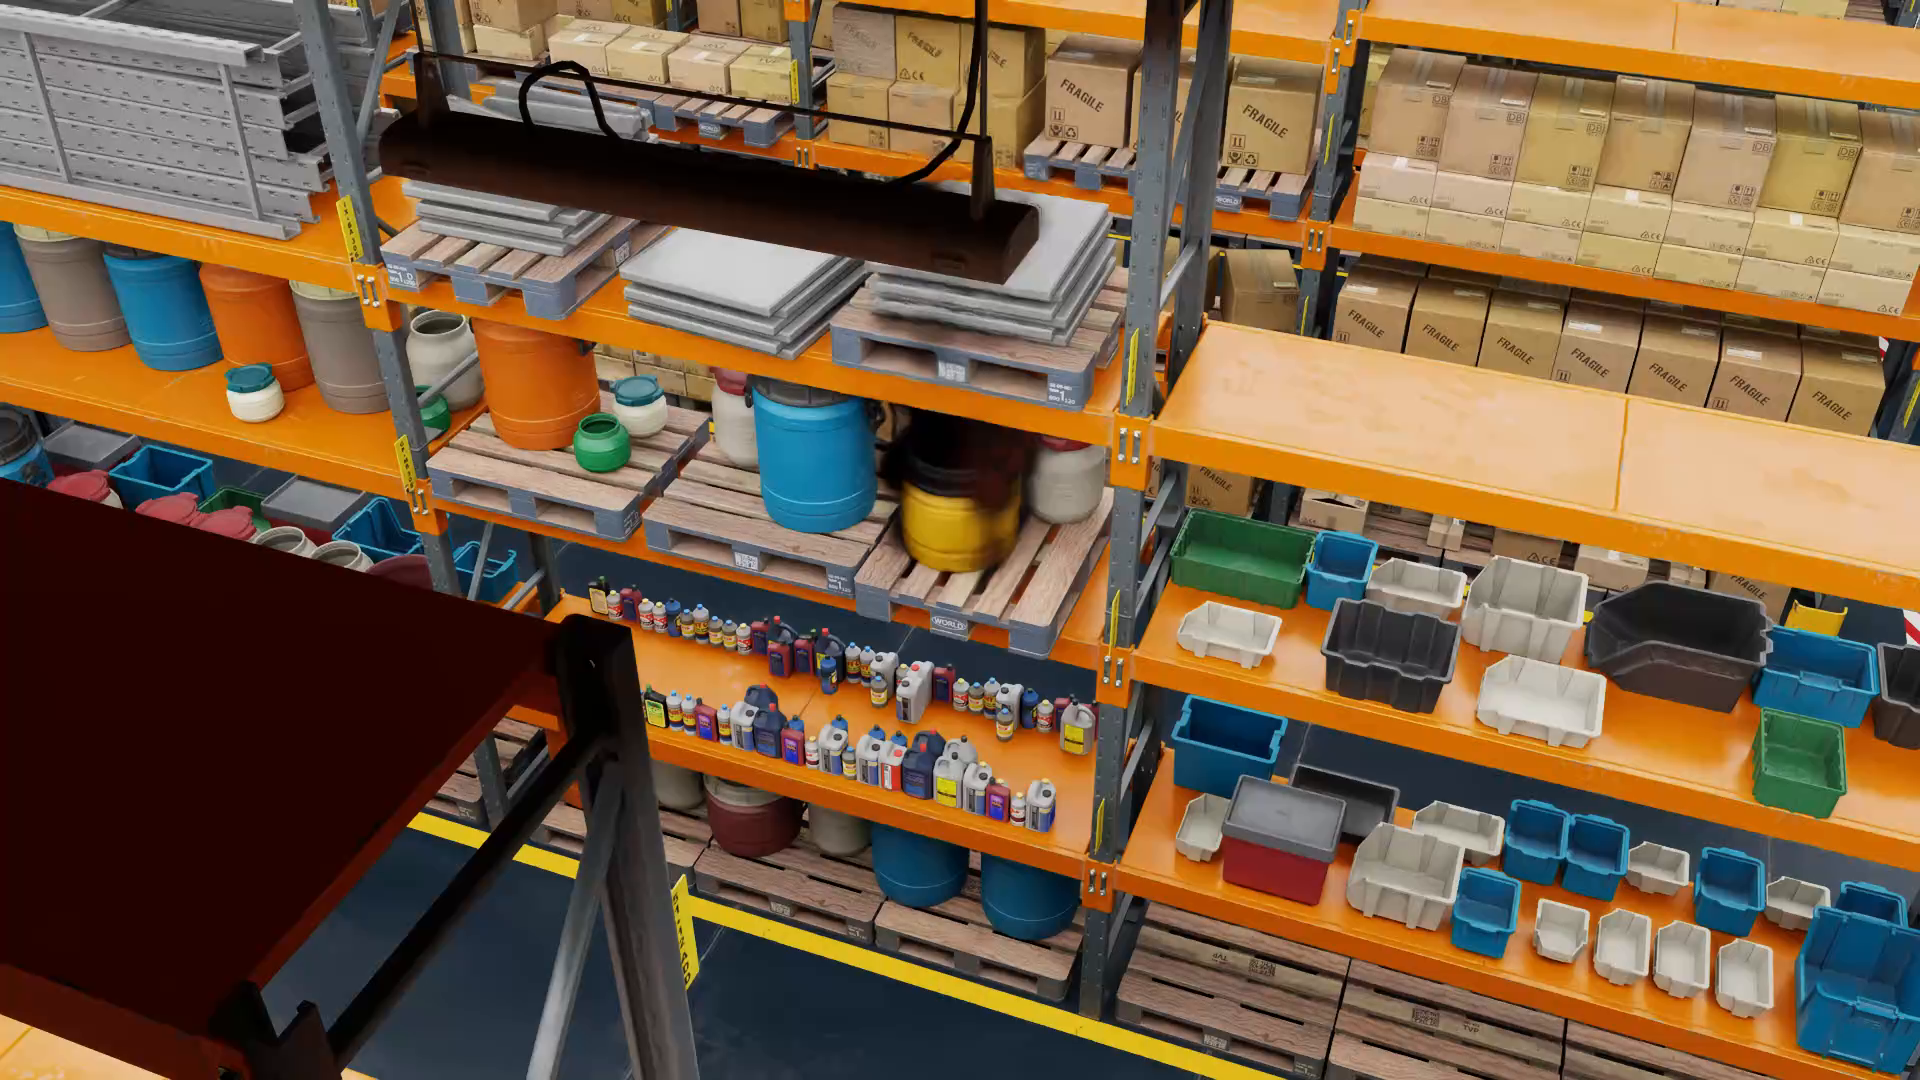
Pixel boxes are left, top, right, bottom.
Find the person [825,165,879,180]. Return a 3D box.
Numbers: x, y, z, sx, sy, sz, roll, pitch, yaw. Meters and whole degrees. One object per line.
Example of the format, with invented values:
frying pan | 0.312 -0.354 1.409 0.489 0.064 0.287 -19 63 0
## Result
person | -0.923 -3.362 16.459 0.903 1.828 0.662 9 38 13
